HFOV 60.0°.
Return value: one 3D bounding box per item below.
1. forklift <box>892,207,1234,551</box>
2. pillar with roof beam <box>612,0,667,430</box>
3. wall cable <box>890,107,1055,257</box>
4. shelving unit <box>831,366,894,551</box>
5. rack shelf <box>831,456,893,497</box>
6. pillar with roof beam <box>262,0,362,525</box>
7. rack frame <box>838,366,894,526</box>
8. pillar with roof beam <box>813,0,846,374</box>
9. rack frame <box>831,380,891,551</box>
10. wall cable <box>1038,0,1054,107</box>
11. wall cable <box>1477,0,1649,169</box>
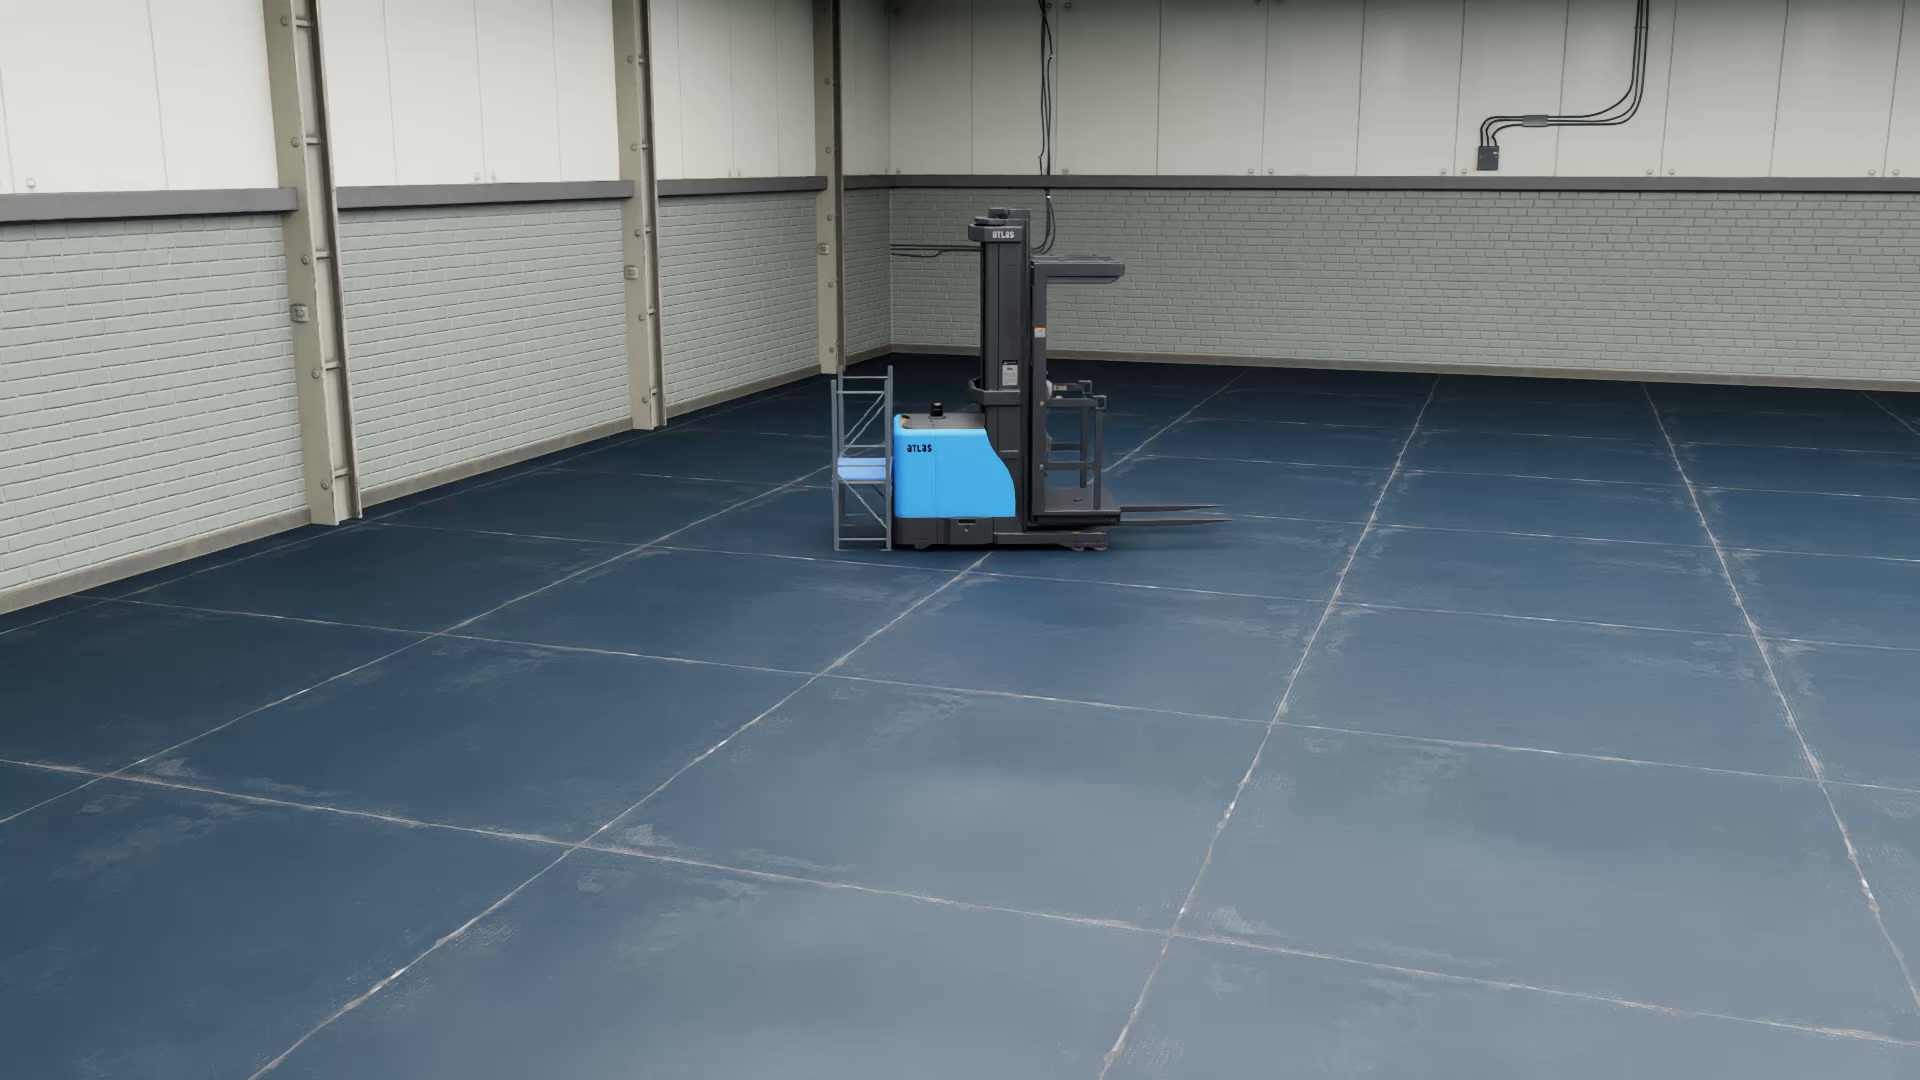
[{"bbox_3d":[0.910,-1.451,14.759,3.031,2.935,1.130,-1,13,-3],"label":"forklift"},{"bbox_3d":[0.075,-5.531,18.999,9.100,9.000,0.400,4,14,18],"label":"pillar with roof beam"},{"bbox_3d":[0.147,-6.116,28.538,3.097,2.526,0.112,4,14,18],"label":"wall cable"},{"bbox_3d":[-0.860,-0.751,14.906,0.538,1.500,1.048,0,13,-1],"label":"shelving unit"},{"bbox_3d":[-0.860,-0.575,14.946,0.538,0.185,1.000,0,13,-1],"label":"rack shelf"},{"bbox_3d":[-1.866,-4.268,13.464,9.100,9.000,0.400,4,14,18],"label":"pillar with roof beam"},{"bbox_3d":[-0.868,-0.864,15.401,0.500,1.500,0.032,0,13,-1],"label":"rack frame"},{"bbox_3d":[2.016,-6.795,24.534,9.100,9.000,0.400,4,14,18],"label":"pillar with roof beam"},{"bbox_3d":[-0.853,-0.638,14.410,0.500,1.500,0.032,0,13,-1],"label":"rack frame"},{"bbox_3d":[2.707,-8.383,27.123,3.097,2.526,0.112,4,14,18],"label":"wall cable"},{"bbox_3d":[9.125,-8.601,24.805,2.305,6.003,0.169,4,14,18],"label":"wall cable"}]
